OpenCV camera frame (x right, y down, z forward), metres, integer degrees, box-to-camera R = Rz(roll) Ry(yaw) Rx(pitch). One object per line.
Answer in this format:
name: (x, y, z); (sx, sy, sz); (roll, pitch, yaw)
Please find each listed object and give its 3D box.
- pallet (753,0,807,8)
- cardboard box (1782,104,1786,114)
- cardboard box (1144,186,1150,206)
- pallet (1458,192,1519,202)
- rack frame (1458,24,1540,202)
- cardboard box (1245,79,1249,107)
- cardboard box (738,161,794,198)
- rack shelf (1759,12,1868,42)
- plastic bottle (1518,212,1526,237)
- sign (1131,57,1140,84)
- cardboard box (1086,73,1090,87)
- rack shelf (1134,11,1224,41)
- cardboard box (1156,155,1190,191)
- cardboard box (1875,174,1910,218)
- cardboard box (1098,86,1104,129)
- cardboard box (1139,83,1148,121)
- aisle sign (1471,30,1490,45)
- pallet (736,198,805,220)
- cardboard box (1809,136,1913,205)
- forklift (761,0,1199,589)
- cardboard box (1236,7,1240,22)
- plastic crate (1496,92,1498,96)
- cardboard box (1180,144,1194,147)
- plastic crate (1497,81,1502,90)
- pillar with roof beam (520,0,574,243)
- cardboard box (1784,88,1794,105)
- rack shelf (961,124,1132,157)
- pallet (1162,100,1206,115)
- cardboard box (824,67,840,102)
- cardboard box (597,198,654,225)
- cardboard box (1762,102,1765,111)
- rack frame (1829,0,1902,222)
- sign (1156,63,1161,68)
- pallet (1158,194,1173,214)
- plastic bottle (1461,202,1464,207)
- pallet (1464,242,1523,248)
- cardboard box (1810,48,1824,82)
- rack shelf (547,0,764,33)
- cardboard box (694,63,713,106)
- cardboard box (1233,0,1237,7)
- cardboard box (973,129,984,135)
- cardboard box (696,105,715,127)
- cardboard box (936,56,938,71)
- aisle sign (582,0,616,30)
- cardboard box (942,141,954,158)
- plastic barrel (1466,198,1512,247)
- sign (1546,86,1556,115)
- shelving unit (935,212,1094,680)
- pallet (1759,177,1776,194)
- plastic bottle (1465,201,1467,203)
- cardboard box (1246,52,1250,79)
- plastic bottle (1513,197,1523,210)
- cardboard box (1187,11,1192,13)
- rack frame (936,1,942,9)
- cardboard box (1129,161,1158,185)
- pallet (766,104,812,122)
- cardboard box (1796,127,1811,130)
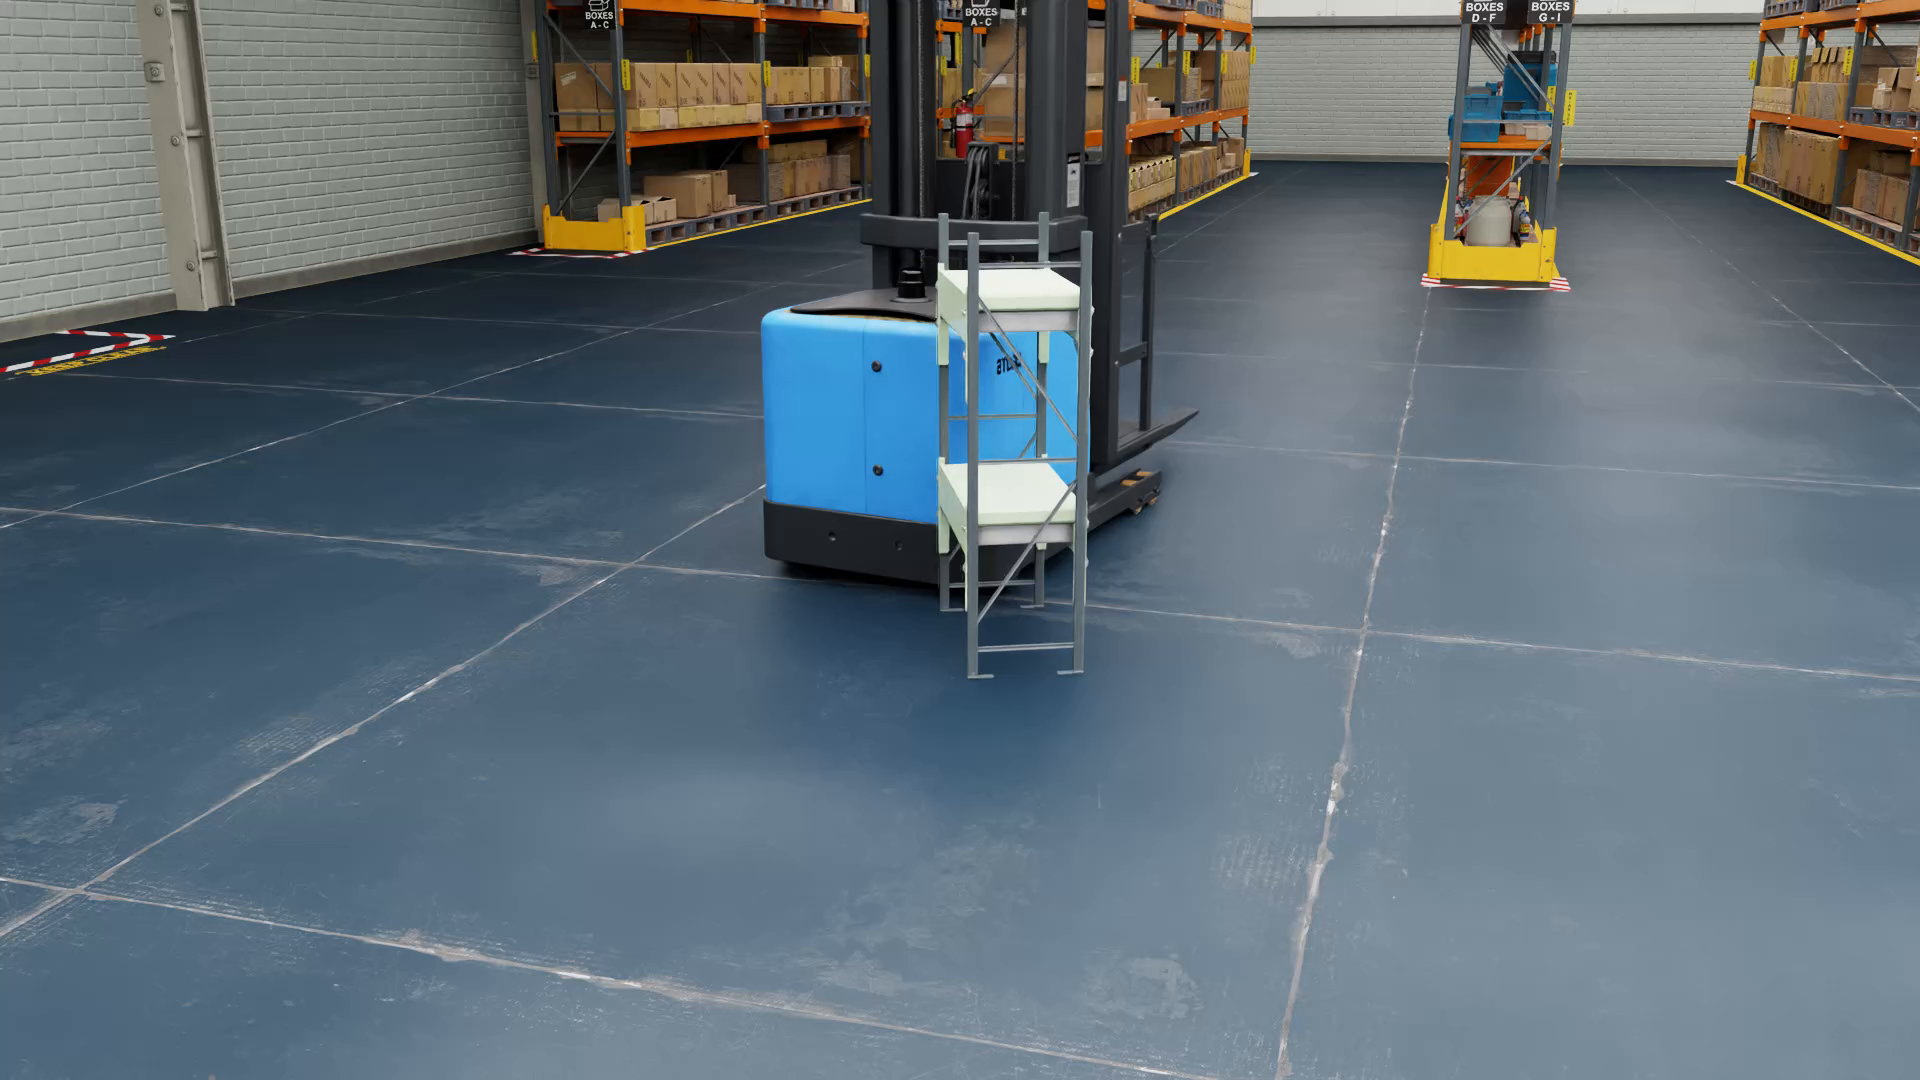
pallet: (-2.816, -7.340, 22.556); (1.213, 0.211, 1.003); (5, 16, 16)
cardboard box: (13.273, -6.826, 26.359); (0.380, 0.149, 0.250); (5, 17, 17)
cardboard box: (2.300, -4.685, 22.620); (0.500, 0.250, 0.500); (4, 16, 14)
pallet: (7.726, -4.980, 24.499); (1.003, 0.211, 1.213); (5, 16, 16)
rack frame: (7.542, -6.112, 23.380); (1.000, 3.000, 0.127); (5, 16, 16)
cardboard box: (5.201, -8.500, 31.616); (0.500, 0.500, 0.500); (5, 17, 18)
cardboard box: (-2.802, -5.176, 23.854); (0.700, 0.500, 0.500); (4, 16, 15)
rack shelf: (13.996, -8.394, 27.249); (1.077, 0.370, 4.000); (5, 16, 16)
plastic bottle: (6.180, -3.458, 18.217); (0.097, 0.271, 0.097); (0, 16, 0)
sign: (2.190, -5.862, 20.769); (0.100, 0.325, 0.005); (5, 16, 16)
cardboard box: (1.276, -5.252, 18.977); (0.380, 0.149, 0.250); (5, 17, 16)
rack shelf: (3.362, -8.117, 26.272); (1.077, 0.370, 4.000); (5, 16, 16)
cardboard box: (3.197, -5.603, 25.361); (0.500, 0.500, 0.500); (5, 17, 18)
cardboard box: (11.819, -4.265, 20.644); (0.700, 0.500, 0.500); (6, 17, 21)
cardboard box: (1.393, -5.243, 20.136); (0.700, 0.500, 0.500); (4, 16, 15)
cardboard box: (2.333, -6.105, 23.172); (0.500, 0.500, 0.500); (4, 16, 13)
aisle sign: (9.551, -9.497, 30.552); (0.394, 0.787, 0.004); (5, 16, 16)
pallet: (-2.874, -4.696, 23.498); (1.003, 0.211, 1.213); (5, 16, 16)
cardboard box: (12.507, -5.087, 22.890); (1.225, 0.875, 0.875); (4, 16, 13)
forklift: (0.311, -1.576, 7.513); (1.130, 2.935, 3.031); (8, 18, 26)
cardboard box: (4.734, -9.415, 29.803); (0.500, 0.250, 0.500); (5, 16, 16)
plastic crate: (9.289, -7.515, 28.436); (0.437, 0.282, 0.530); (5, 16, 16)
cardboard box: (3.820, -6.724, 29.312); (0.500, 0.500, 0.500); (5, 16, 16)
plastic crate: (9.173, -7.432, 27.808); (0.402, 0.464, 0.583); (5, 16, 16)
pillar with roof beam: (-0.733, -7.590, 17.596); (9.100, 9.000, 0.400); (5, 16, 16)
cardboard box: (13.301, -6.981, 26.175); (0.500, 0.250, 0.500); (4, 16, 15)
rack shelf: (1.089, -4.581, 19.302); (1.077, 0.370, 4.000); (5, 16, 16)
pallet: (3.342, -6.914, 26.559); (1.003, 0.211, 1.213); (5, 16, 16)
cardboard box: (-2.214, -6.868, 25.056); (0.700, 0.500, 0.500); (3, 16, 11)
cardboard box: (-3.947, -3.879, 19.630); (0.500, 0.311, 0.500); (3, 16, 10)
cardboard box: (13.857, -7.364, 28.254); (0.380, 0.149, 0.250); (4, 16, 15)
rack frame: (12.291, -5.728, 22.026); (1.000, 3.000, 0.127); (5, 16, 16)
sign: (3.408, -8.000, 28.451); (0.100, 0.325, 0.005); (5, 16, 16)
pallet: (2.522, -4.943, 24.370); (1.003, 0.211, 1.213); (5, 16, 16)
plastic bottle: (5.829, -3.831, 19.523); (0.152, 0.276, 0.135); (5, 17, 18)
pallet: (5.481, -2.913, 17.213); (1.003, 0.211, 1.213); (5, 16, 16)
cardboard box: (13.254, -7.137, 24.974); (0.797, 0.503, 0.637); (4, 16, 14)
rack shelf: (-3.662, -6.407, 20.244); (1.077, 0.370, 4.000); (5, 16, 16)
cardboard box: (-3.368, -5.586, 20.391); (0.500, 0.500, 0.500); (5, 17, 18)
cardboard box: (4.601, -9.524, 29.271); (0.500, 0.250, 0.500); (5, 16, 16)
cardboard box: (0.280, -7.979, 32.586); (0.380, 0.149, 0.250); (5, 17, 17)
cardboard box: (-3.357, -5.229, 20.508); (0.500, 0.250, 0.500); (5, 17, 16)
cardboard box: (-0.707, -8.346, 29.118); (0.500, 0.250, 0.500); (5, 17, 17)
aisle sign: (-3.963, -5.996, 18.207); (0.394, 0.787, 0.004); (5, 16, 16)
cardboard box: (-0.509, -7.114, 30.724); (0.700, 0.500, 0.500); (5, 17, 17)
plastic barrel: (5.382, -3.202, 16.911); (0.421, 0.512, 0.421); (0, 16, 0)
sign: (6.929, -5.153, 19.492); (0.100, 0.325, 0.005); (5, 16, 16)
shelving unit: (0.172, -0.355, 5.833); (0.431, 1.500, 0.755); (-2, 16, -8)
pallet: (14.063, -5.946, 27.905); (1.003, 0.211, 1.213); (5, 16, 16)
plastic bottle: (5.931, -3.826, 19.493); (0.061, 0.283, 0.133); (5, 16, 16)
cardboard box: (5.204, -8.981, 31.481); (0.500, 0.500, 0.500); (4, 16, 15)
plastic bottle: (6.444, -3.762, 19.142); (0.144, 0.351, 0.185); (4, 16, 13)
cardboard box: (3.030, -8.238, 25.197); (0.910, 0.500, 0.500); (5, 16, 16)
rack frame: (-0.820, -10.813, 28.960); (1.000, 3.000, 0.127); (5, 16, 16)
cardboard box: (2.449, -5.091, 23.021); (0.500, 0.311, 0.500); (5, 17, 17)
pallet: (-2.737, -5.930, 23.091); (1.003, 0.211, 1.213); (5, 16, 16)
cardboard box: (13.692, -6.121, 26.535); (0.875, 0.875, 0.875); (5, 16, 16)
